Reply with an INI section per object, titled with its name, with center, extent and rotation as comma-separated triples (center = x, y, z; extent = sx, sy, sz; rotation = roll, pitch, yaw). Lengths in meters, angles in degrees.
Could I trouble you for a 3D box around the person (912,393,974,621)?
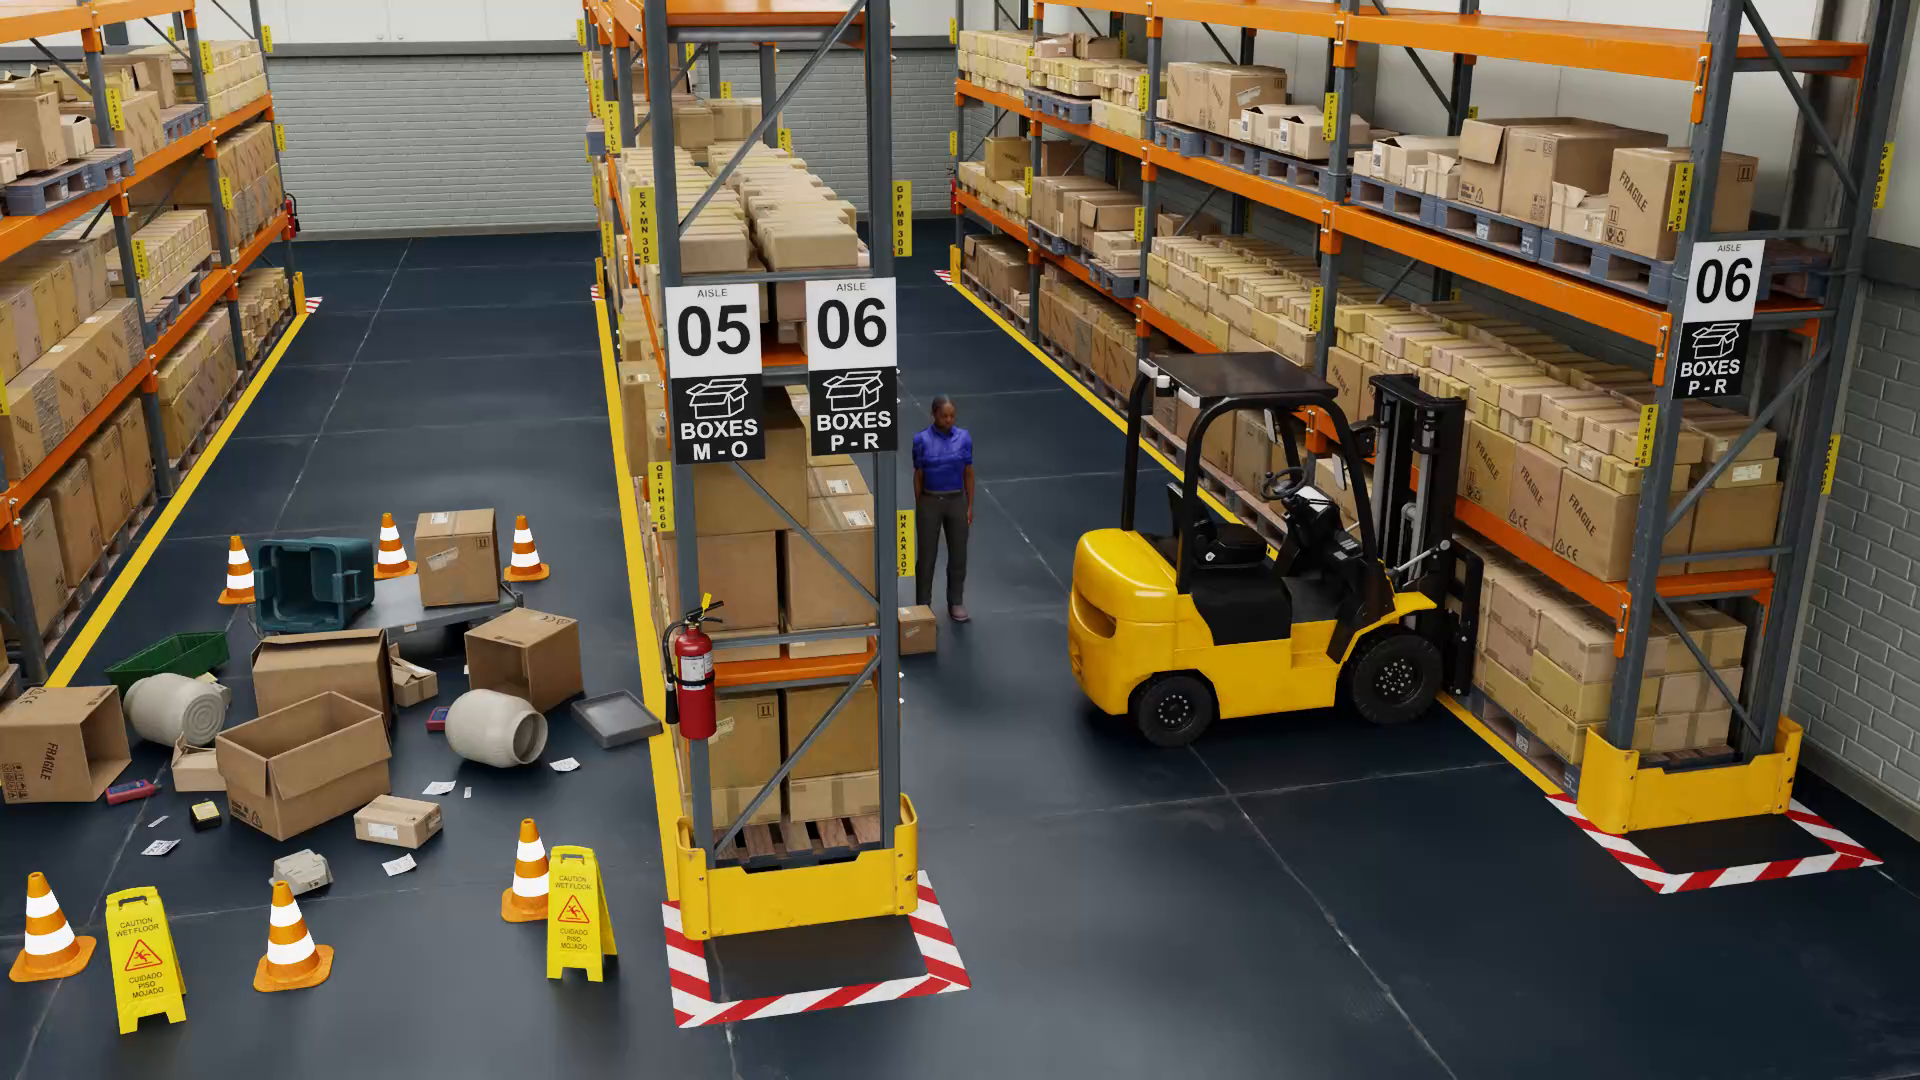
[person]
center = -0.110, -0.227, 11.718
extent = 0.437, 1.657, 0.300
rotation = -4, 20, -11
